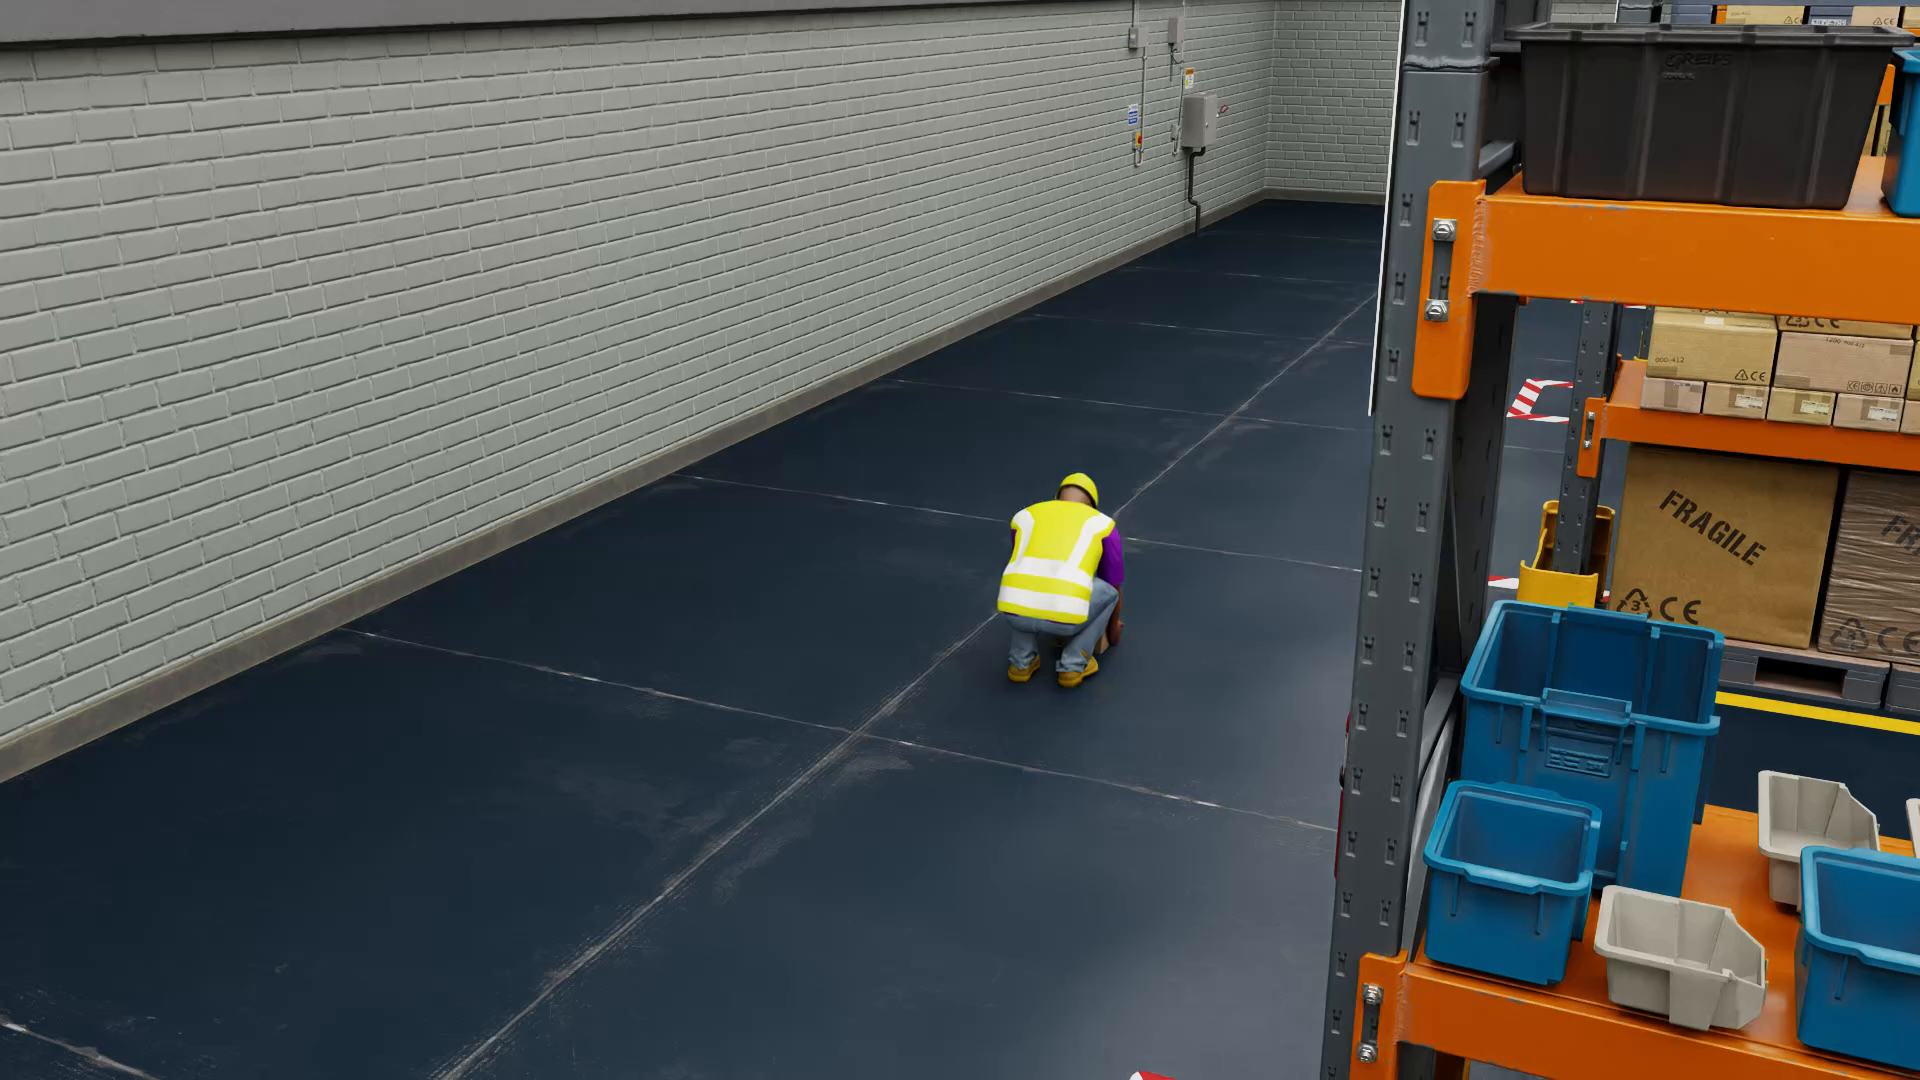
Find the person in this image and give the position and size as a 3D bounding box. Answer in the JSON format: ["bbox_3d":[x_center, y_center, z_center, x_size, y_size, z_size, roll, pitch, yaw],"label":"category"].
[{"bbox_3d":[0.459,0.207,7.881,0.549,0.895,0.900,8,21,23],"label":"person"}]
